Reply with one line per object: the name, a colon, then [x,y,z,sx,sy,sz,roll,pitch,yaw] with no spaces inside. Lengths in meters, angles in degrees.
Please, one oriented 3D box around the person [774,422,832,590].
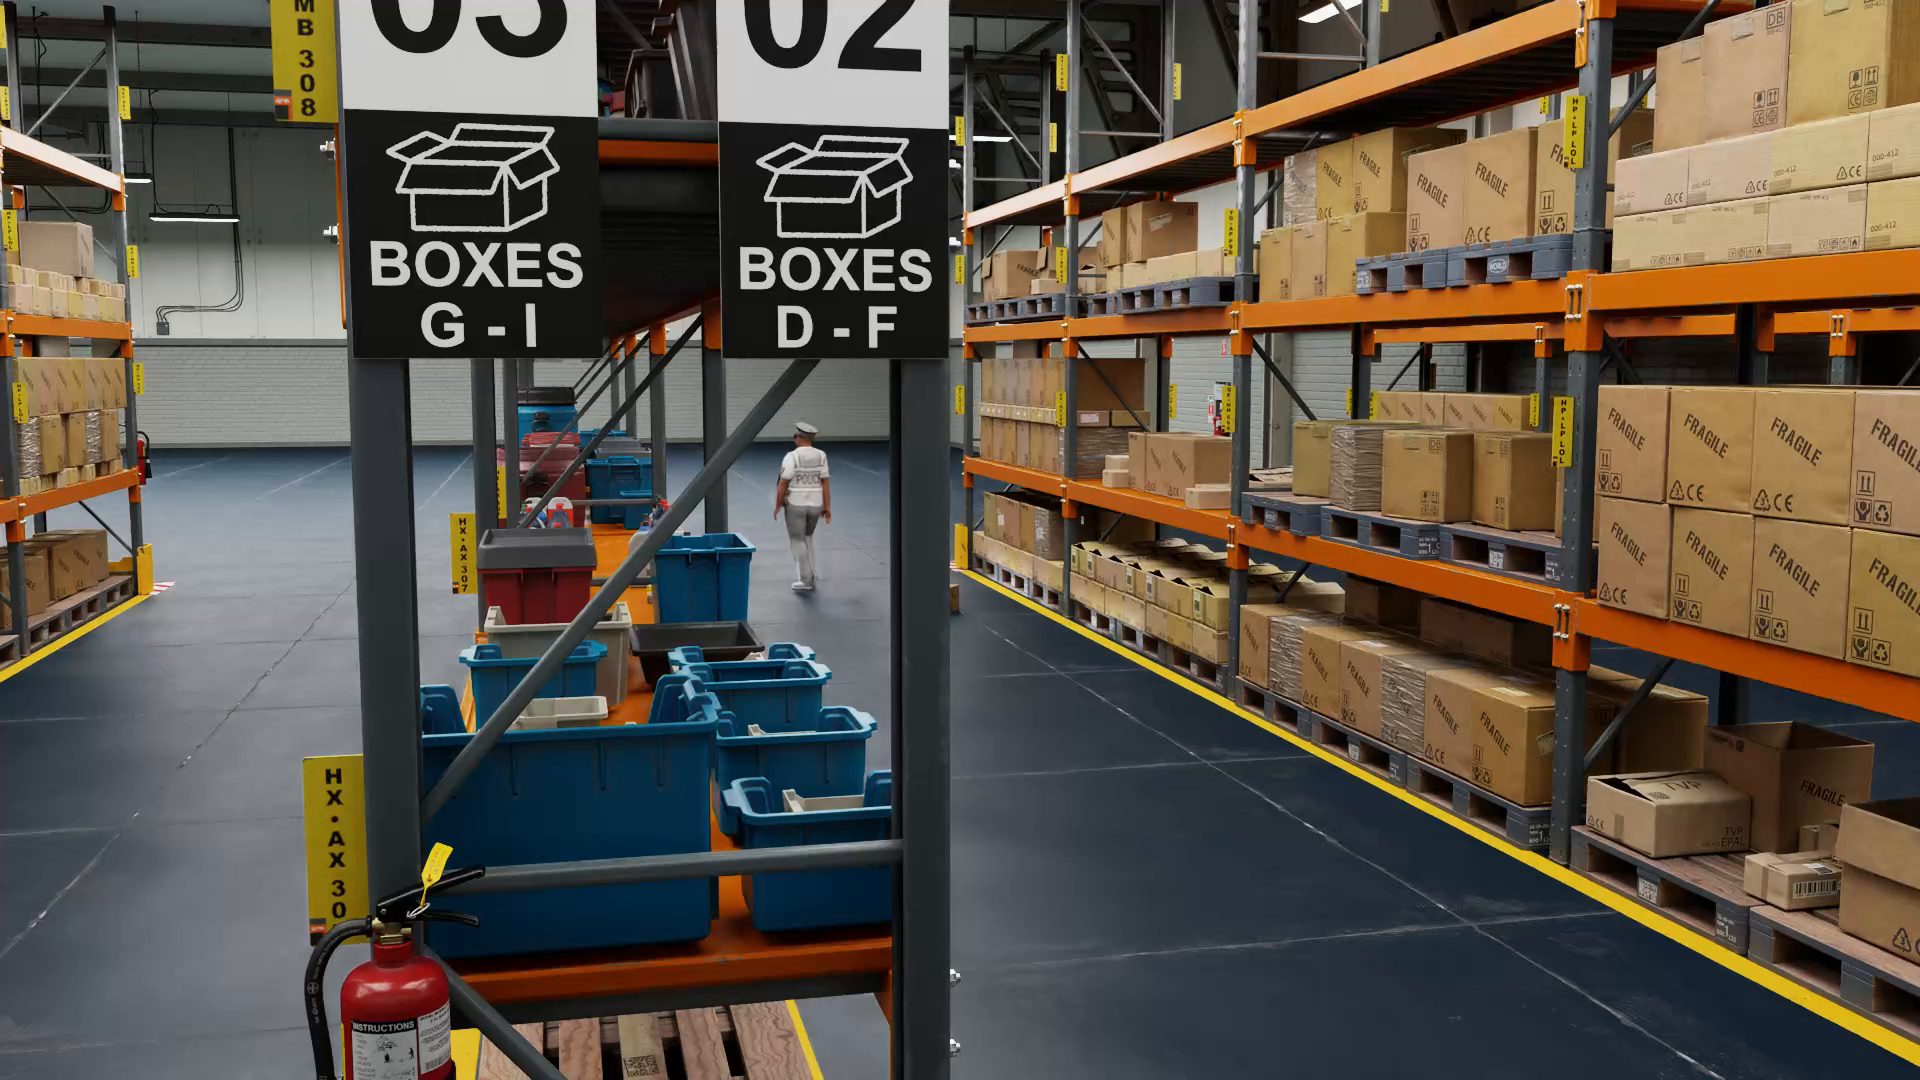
person: [-1.678,-0.324,17.511,0.576,1.841,0.512,-5,8,-38]
